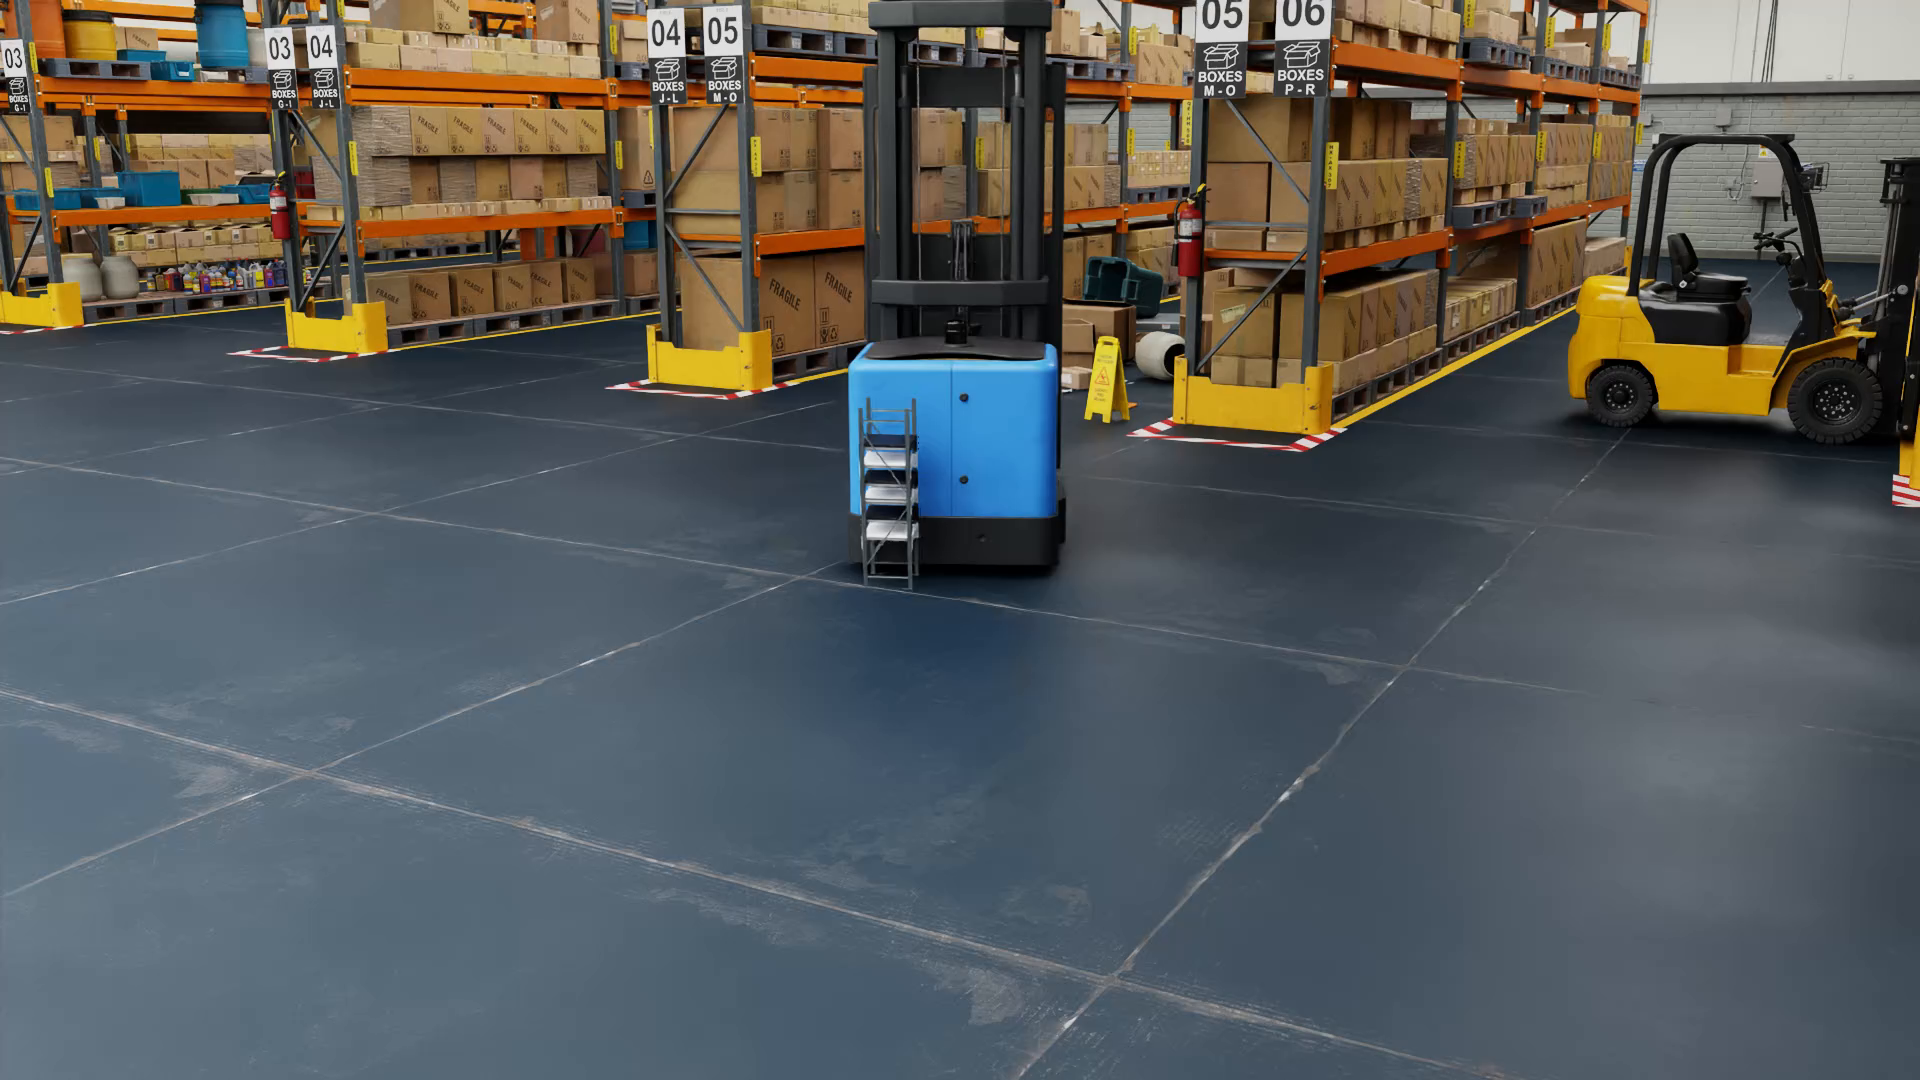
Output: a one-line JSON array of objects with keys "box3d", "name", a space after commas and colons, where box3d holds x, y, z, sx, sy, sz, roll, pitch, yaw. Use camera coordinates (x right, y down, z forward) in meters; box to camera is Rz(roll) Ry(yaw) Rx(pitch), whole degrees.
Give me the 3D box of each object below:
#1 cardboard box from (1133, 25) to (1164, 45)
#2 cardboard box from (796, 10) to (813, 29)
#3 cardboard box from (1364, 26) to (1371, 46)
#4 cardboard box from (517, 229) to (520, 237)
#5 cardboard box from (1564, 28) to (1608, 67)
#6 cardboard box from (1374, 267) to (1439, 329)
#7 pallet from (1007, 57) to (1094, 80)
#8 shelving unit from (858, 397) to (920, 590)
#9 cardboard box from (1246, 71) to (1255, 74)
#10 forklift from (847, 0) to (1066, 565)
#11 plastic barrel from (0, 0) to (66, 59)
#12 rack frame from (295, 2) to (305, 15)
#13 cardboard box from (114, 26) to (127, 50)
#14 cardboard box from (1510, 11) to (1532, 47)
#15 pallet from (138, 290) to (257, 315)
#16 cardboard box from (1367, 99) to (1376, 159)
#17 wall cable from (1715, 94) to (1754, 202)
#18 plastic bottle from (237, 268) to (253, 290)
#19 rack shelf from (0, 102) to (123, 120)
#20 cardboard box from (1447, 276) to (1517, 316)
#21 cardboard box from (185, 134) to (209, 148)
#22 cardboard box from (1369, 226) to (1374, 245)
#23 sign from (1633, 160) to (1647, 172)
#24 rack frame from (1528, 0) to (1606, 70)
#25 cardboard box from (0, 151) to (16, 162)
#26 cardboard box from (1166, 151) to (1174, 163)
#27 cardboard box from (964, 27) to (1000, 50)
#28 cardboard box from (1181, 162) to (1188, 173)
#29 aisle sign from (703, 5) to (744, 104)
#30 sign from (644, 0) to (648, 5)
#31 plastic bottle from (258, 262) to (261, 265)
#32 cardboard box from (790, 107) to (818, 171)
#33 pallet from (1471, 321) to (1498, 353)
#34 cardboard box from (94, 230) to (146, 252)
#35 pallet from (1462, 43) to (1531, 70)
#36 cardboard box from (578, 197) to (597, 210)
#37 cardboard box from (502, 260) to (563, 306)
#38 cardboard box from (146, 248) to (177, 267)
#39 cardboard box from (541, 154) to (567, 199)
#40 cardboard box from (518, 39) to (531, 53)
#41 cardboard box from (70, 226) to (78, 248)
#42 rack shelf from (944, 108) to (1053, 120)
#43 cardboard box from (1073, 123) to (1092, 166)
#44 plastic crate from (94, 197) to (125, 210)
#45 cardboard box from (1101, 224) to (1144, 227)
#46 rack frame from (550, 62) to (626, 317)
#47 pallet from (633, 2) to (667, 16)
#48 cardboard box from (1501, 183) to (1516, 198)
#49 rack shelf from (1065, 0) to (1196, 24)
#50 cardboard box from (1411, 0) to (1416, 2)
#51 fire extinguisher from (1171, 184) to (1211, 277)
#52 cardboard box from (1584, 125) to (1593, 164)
[{"box3d": [2.431, -6.586, 21.706, 0.396, 0.266, 0.258, 7, 15, 28], "name": "cardboard box"}, {"box3d": [-1.521, -4.578, 14.650, 0.380, 0.149, 0.250, 7, 15, 28], "name": "cardboard box"}, {"box3d": [2.920, -3.847, 12.727, 0.380, 0.149, 0.250, 7, 15, 28], "name": "cardboard box"}, {"box3d": [-8.571, -6.096, 33.027, 0.380, 0.166, 0.250, 7, 15, 28], "name": "cardboard box"}, {"box3d": [8.440, -6.630, 22.412, 0.500, 0.500, 0.500, 8, 16, 29], "name": "cardboard box"}, {"box3d": [4.054, -2.213, 15.181, 0.500, 0.500, 0.500, 7, 15, 27], "name": "cardboard box"}, {"box3d": [0.854, -5.492, 19.415, 1.003, 0.211, 1.213, 8, 16, 31], "name": "pallet"}, {"box3d": [-0.339, -0.221, 7.999, 0.258, 0.900, 0.210, 2, 19, 7], "name": "shelving unit"}, {"box3d": [4.033, -7.014, 24.578, 0.500, 0.250, 0.500, 8, 16, 30], "name": "cardboard box"}, {"box3d": [0.035, -1.588, 9.368, 1.130, 2.935, 3.031, 1, 14, 3], "name": "forklift"}, {"box3d": [-10.716, -5.981, 19.229, 0.600, 0.830, 0.708, 7, 15, 28], "name": "plastic barrel"}, {"box3d": [-11.307, -9.115, 27.643, 1.000, 3.000, 0.127, 7, 15, 28], "name": "rack frame"}, {"box3d": [-12.908, -7.454, 24.977, 0.500, 0.500, 0.500, 8, 15, 29], "name": "cardboard box"}, {"box3d": [6.089, -5.760, 19.009, 0.797, 0.503, 0.637, 6, 15, 25], "name": "cardboard box"}, {"box3d": [-9.856, -3.076, 21.344, 1.003, 0.211, 1.213, 7, 15, 28], "name": "pallet"}, {"box3d": [3.170, -3.544, 14.351, 0.700, 0.500, 0.500, 7, 15, 27], "name": "cardboard box"}, {"box3d": [13.858, -7.089, 29.872, 0.588, 1.984, 0.122, 7, 15, 28], "name": "wall cable"}, {"box3d": [-9.296, -3.403, 21.620, 0.152, 0.276, 0.135, 8, 16, 29], "name": "plastic bottle"}, {"box3d": [-16.612, -7.458, 28.702, 1.077, 0.370, 4.000, 7, 15, 28], "name": "rack shelf"}, {"box3d": [5.756, -2.765, 18.813, 0.950, 0.372, 0.625, 6, 15, 24], "name": "cardboard box"}, {"box3d": [-14.702, -7.604, 31.684, 0.500, 0.250, 0.500, 7, 15, 28], "name": "cardboard box"}, {"box3d": [3.084, -2.438, 13.283, 0.380, 0.149, 0.250, 8, 16, 30], "name": "cardboard box"}, {"box3d": [12.599, -6.903, 30.691, 0.327, 0.218, 0.001, 7, 15, 28], "name": "sign"}, {"box3d": [7.972, -7.690, 21.731, 1.000, 3.000, 0.127, 7, 15, 28], "name": "rack frame"}, {"box3d": [-13.678, -5.454, 23.657, 0.380, 0.149, 0.250, 7, 15, 28], "name": "cardboard box"}, {"box3d": [2.683, -5.207, 22.602, 0.380, 0.149, 0.250, 8, 16, 30], "name": "cardboard box"}, {"box3d": [0.233, -5.414, 17.866, 0.258, 0.266, 0.396, 7, 15, 27], "name": "cardboard box"}, {"box3d": [2.936, -5.165, 23.065, 0.380, 0.149, 0.250, 7, 15, 28], "name": "cardboard box"}, {"box3d": [-1.983, -4.067, 13.956, 0.394, 0.787, 0.004, 7, 15, 28], "name": "aisle sign"}, {"box3d": [-2.679, -4.766, 14.283, 0.100, 0.325, 0.005, 7, 15, 28], "name": "sign"}, {"box3d": [-9.483, -3.613, 22.475, 0.061, 0.283, 0.133, 7, 15, 28], "name": "plastic bottle"}, {"box3d": [-1.813, -3.645, 15.127, 0.875, 0.550, 0.550, 7, 15, 28], "name": "cardboard box"}, {"box3d": [5.069, -2.188, 17.658, 1.003, 0.211, 1.213, 7, 15, 28], "name": "pallet"}, {"box3d": [-12.823, -4.575, 25.384, 0.500, 0.311, 0.500, 7, 15, 28], "name": "cardboard box"}, {"box3d": [4.995, -4.827, 16.656, 1.213, 0.211, 1.003, 7, 15, 28], "name": "pallet"}, {"box3d": [-4.546, -4.005, 19.783, 0.380, 0.149, 0.250, 7, 15, 28], "name": "cardboard box"}, {"box3d": [-5.069, -3.048, 19.714, 0.500, 0.500, 0.500, -12, 18, -41], "name": "cardboard box"}, {"box3d": [-12.580, -4.405, 25.876, 0.500, 0.250, 0.500, 8, 16, 29], "name": "cardboard box"}, {"box3d": [-5.115, -4.264, 19.474, 0.875, 0.500, 0.500, 7, 15, 28], "name": "cardboard box"}, {"box3d": [-5.029, -5.525, 18.620, 0.380, 0.149, 0.250, 8, 16, 30], "name": "cardboard box"}, {"box3d": [-16.298, -5.512, 29.891, 0.700, 0.500, 0.500, 7, 15, 28], "name": "cardboard box"}, {"box3d": [0.264, -7.415, 28.526, 1.077, 0.370, 4.000, 7, 15, 28], "name": "rack shelf"}, {"box3d": [1.187, -4.833, 20.333, 0.700, 0.500, 0.500, 7, 15, 27], "name": "cardboard box"}, {"box3d": [-10.126, -4.015, 19.848, 0.298, 0.136, 0.250, 7, 15, 28], "name": "plastic crate"}, {"box3d": [2.252, -4.224, 22.991, 0.500, 0.250, 0.500, 8, 16, 29], "name": "cardboard box"}, {"box3d": [-4.570, -4.255, 20.283, 1.000, 3.000, 0.127, 7, 15, 28], "name": "rack frame"}, {"box3d": [-5.412, -8.915, 28.066, 1.003, 0.211, 1.213, 7, 15, 28], "name": "pallet"}, {"box3d": [5.688, -3.712, 17.672, 0.380, 0.149, 0.250, 8, 16, 29], "name": "cardboard box"}, {"box3d": [2.623, -7.276, 22.400, 1.077, 0.370, 4.000, 7, 15, 28], "name": "rack shelf"}, {"box3d": [3.477, -4.437, 13.474, 0.380, 0.149, 0.250, 8, 16, 29], "name": "cardboard box"}, {"box3d": [1.712, -2.303, 12.350, 0.296, 0.674, 0.183, 7, 15, 28], "name": "fire extinguisher"}, {"box3d": [7.976, -5.188, 21.807, 0.500, 0.500, 0.500, 8, 16, 30], "name": "cardboard box"}]
